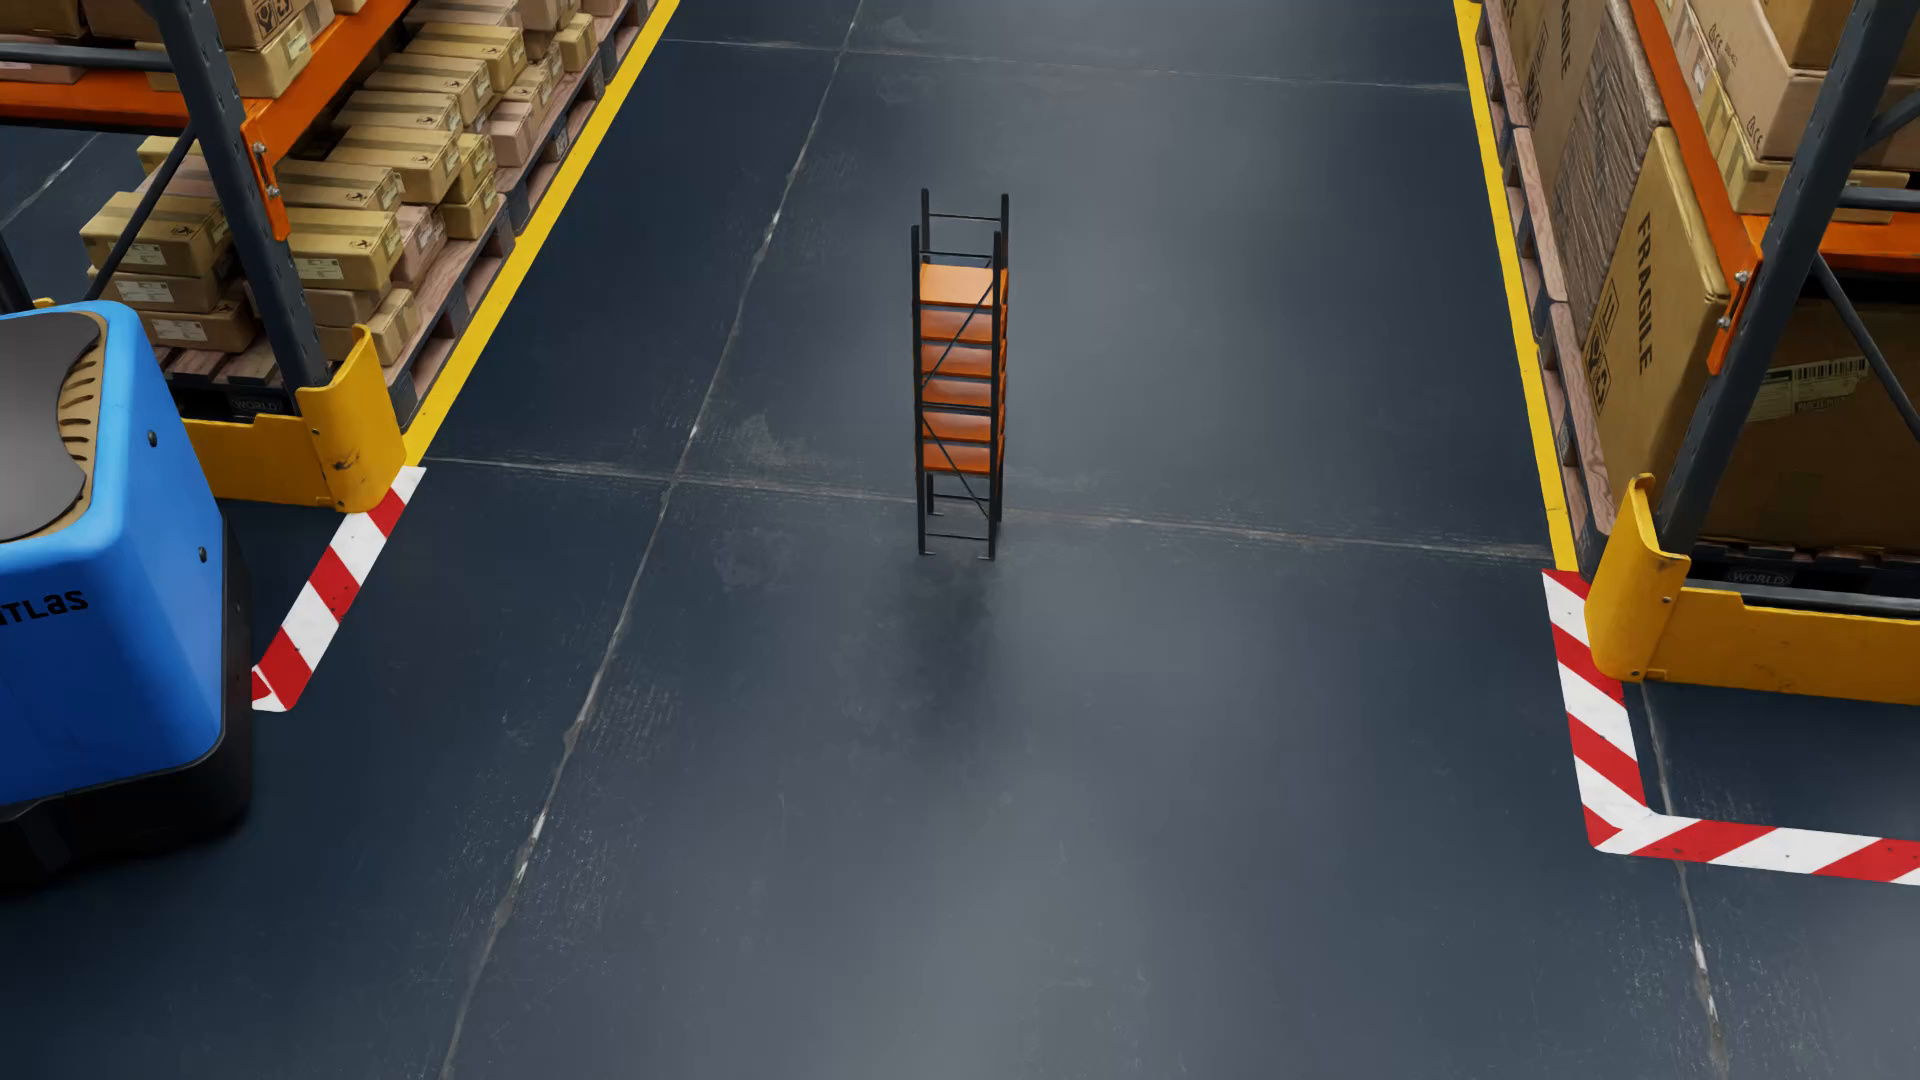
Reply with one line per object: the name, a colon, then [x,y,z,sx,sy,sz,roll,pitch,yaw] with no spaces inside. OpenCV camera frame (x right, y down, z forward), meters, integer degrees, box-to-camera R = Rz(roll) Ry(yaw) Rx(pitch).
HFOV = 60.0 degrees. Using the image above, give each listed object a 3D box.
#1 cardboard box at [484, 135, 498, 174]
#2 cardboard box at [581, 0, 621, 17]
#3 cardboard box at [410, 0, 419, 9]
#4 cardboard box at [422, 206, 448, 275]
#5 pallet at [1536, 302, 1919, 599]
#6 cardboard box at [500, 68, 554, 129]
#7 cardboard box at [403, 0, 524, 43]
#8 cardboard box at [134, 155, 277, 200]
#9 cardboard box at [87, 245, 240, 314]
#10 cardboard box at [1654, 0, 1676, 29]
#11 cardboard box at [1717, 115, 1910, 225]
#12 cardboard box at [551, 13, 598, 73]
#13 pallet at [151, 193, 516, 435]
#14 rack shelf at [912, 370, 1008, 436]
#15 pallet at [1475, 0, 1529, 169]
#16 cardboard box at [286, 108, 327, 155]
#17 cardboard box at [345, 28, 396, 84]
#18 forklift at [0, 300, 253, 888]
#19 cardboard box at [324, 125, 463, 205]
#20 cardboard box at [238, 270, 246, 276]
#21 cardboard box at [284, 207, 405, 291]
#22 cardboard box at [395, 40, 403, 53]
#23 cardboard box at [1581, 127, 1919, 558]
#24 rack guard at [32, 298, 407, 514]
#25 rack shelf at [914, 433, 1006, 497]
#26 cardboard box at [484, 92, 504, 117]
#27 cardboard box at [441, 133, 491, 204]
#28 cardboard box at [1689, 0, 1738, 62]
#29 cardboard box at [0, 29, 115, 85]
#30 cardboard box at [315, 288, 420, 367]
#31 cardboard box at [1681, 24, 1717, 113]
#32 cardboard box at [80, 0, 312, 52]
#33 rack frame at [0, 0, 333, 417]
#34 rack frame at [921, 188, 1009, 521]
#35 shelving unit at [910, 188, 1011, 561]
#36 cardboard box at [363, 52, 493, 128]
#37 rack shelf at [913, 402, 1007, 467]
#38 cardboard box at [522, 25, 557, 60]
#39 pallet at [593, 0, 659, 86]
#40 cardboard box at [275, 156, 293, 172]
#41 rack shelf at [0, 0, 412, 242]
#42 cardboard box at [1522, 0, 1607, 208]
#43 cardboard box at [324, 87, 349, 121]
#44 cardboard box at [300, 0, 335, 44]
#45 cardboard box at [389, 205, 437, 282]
cardboard box: [-2.002,-1.435,6.352,0.380,0.149,0.250,5,44,6]
cardboard box: [-1.723,-2.477,7.452,0.380,0.149,0.250,4,44,4]
cardboard box: [-2.332,-2.232,6.761,0.380,0.149,0.250,4,44,4]
cardboard box: [-2.083,-1.088,5.985,0.380,0.149,0.250,6,44,6]
pallet: [2.482,-0.307,5.421,1.003,0.211,1.213,5,44,6]
cardboard box: [-1.871,-1.788,6.724,0.380,0.149,0.250,5,44,6]
cardboard box: [-1.950,-2.025,6.543,0.380,0.149,0.250,5,44,6]
cardboard box: [-2.540,-1.170,5.640,0.380,0.149,0.250,6,44,6]
cardboard box: [-2.662,-0.898,5.568,0.380,0.149,0.250,4,44,4]
cardboard box: [2.308,-1.645,4.988,0.380,0.149,0.250,4,44,5]
cardboard box: [2.175,-0.949,4.253,0.380,0.149,0.250,6,44,6]
cardboard box: [-1.771,-2.127,7.083,0.380,0.149,0.250,5,44,5]
pallet: [-2.297,-0.877,6.022,1.003,0.211,1.213,5,44,6]
rack shelf: [0.002,-0.413,4.878,0.258,0.103,0.180,5,44,6]
pallet: [2.805,-1.970,7.177,1.003,0.211,1.213,5,44,6]
cardboard box: [-2.535,-1.529,6.018,0.380,0.149,0.250,4,44,4]
cardboard box: [-2.410,-1.887,6.396,0.380,0.149,0.250,4,44,4]
forklift: [-3.462,-0.312,3.448,3.031,2.935,1.130,-12,45,-13]
cardboard box: [-1.966,-1.305,5.782,0.380,0.149,0.250,5,44,5]
cardboard box: [-2.653,-0.966,5.857,0.380,0.149,0.250,6,44,7]
cardboard box: [-2.043,-0.947,5.403,0.380,0.149,0.250,3,44,4]
cardboard box: [-2.479,-1.970,6.700,0.380,0.149,0.250,6,44,6]
cardboard box: [2.459,-0.592,4.933,0.875,0.875,0.875,5,44,6]
rack guard: [-2.439,-0.431,5.342,1.175,0.500,0.348,5,44,6]
rack shelf: [0.002,-0.239,5.043,0.258,0.103,0.180,5,44,6]
cardboard box: [-2.011,-1.745,6.463,0.380,0.149,0.250,7,44,8]
cardboard box: [-1.947,-1.367,6.064,0.380,0.149,0.250,7,44,7]
cardboard box: [2.323,-1.521,4.567,0.500,0.250,0.500,5,44,5]
cardboard box: [-2.686,-1.444,4.776,0.380,0.149,0.250,5,44,6]
cardboard box: [-2.063,-0.732,5.610,0.380,0.149,0.250,6,44,6]
cardboard box: [2.242,-1.298,4.622,0.380,0.149,0.250,5,44,6]
cardboard box: [-2.116,-1.712,4.588,0.500,0.500,0.500,7,44,7]
rack frame: [-2.449,-1.287,4.428,1.000,3.000,0.127,5,44,6]
rack frame: [0.014,-0.508,4.914,0.240,1.200,0.006,5,44,6]
shelving unit: [0.002,-0.446,4.848,0.258,1.200,0.189,5,44,6]
cardboard box: [-1.969,-1.670,6.168,0.380,0.149,0.250,7,44,7]
rack shelf: [0.002,-0.326,4.961,0.258,0.103,0.180,5,44,6]
cardboard box: [-1.888,-2.107,6.845,0.380,0.149,0.250,3,44,4]
pallet: [-1.974,-2.540,7.779,1.003,0.211,1.213,5,44,6]
cardboard box: [-2.595,-1.252,5.943,0.380,0.149,0.250,4,44,4]
rack shelf: [-2.185,-2.389,6.114,1.077,0.370,4.000,5,44,6]
cardboard box: [2.697,-1.818,6.229,0.875,0.875,0.875,5,44,6]
cardboard box: [-2.540,-1.606,6.317,0.380,0.149,0.250,6,44,6]
cardboard box: [-2.089,-1.564,4.903,0.380,0.149,0.250,7,44,7]
cardboard box: [-2.033,-1.028,5.705,0.380,0.149,0.250,5,44,5]
